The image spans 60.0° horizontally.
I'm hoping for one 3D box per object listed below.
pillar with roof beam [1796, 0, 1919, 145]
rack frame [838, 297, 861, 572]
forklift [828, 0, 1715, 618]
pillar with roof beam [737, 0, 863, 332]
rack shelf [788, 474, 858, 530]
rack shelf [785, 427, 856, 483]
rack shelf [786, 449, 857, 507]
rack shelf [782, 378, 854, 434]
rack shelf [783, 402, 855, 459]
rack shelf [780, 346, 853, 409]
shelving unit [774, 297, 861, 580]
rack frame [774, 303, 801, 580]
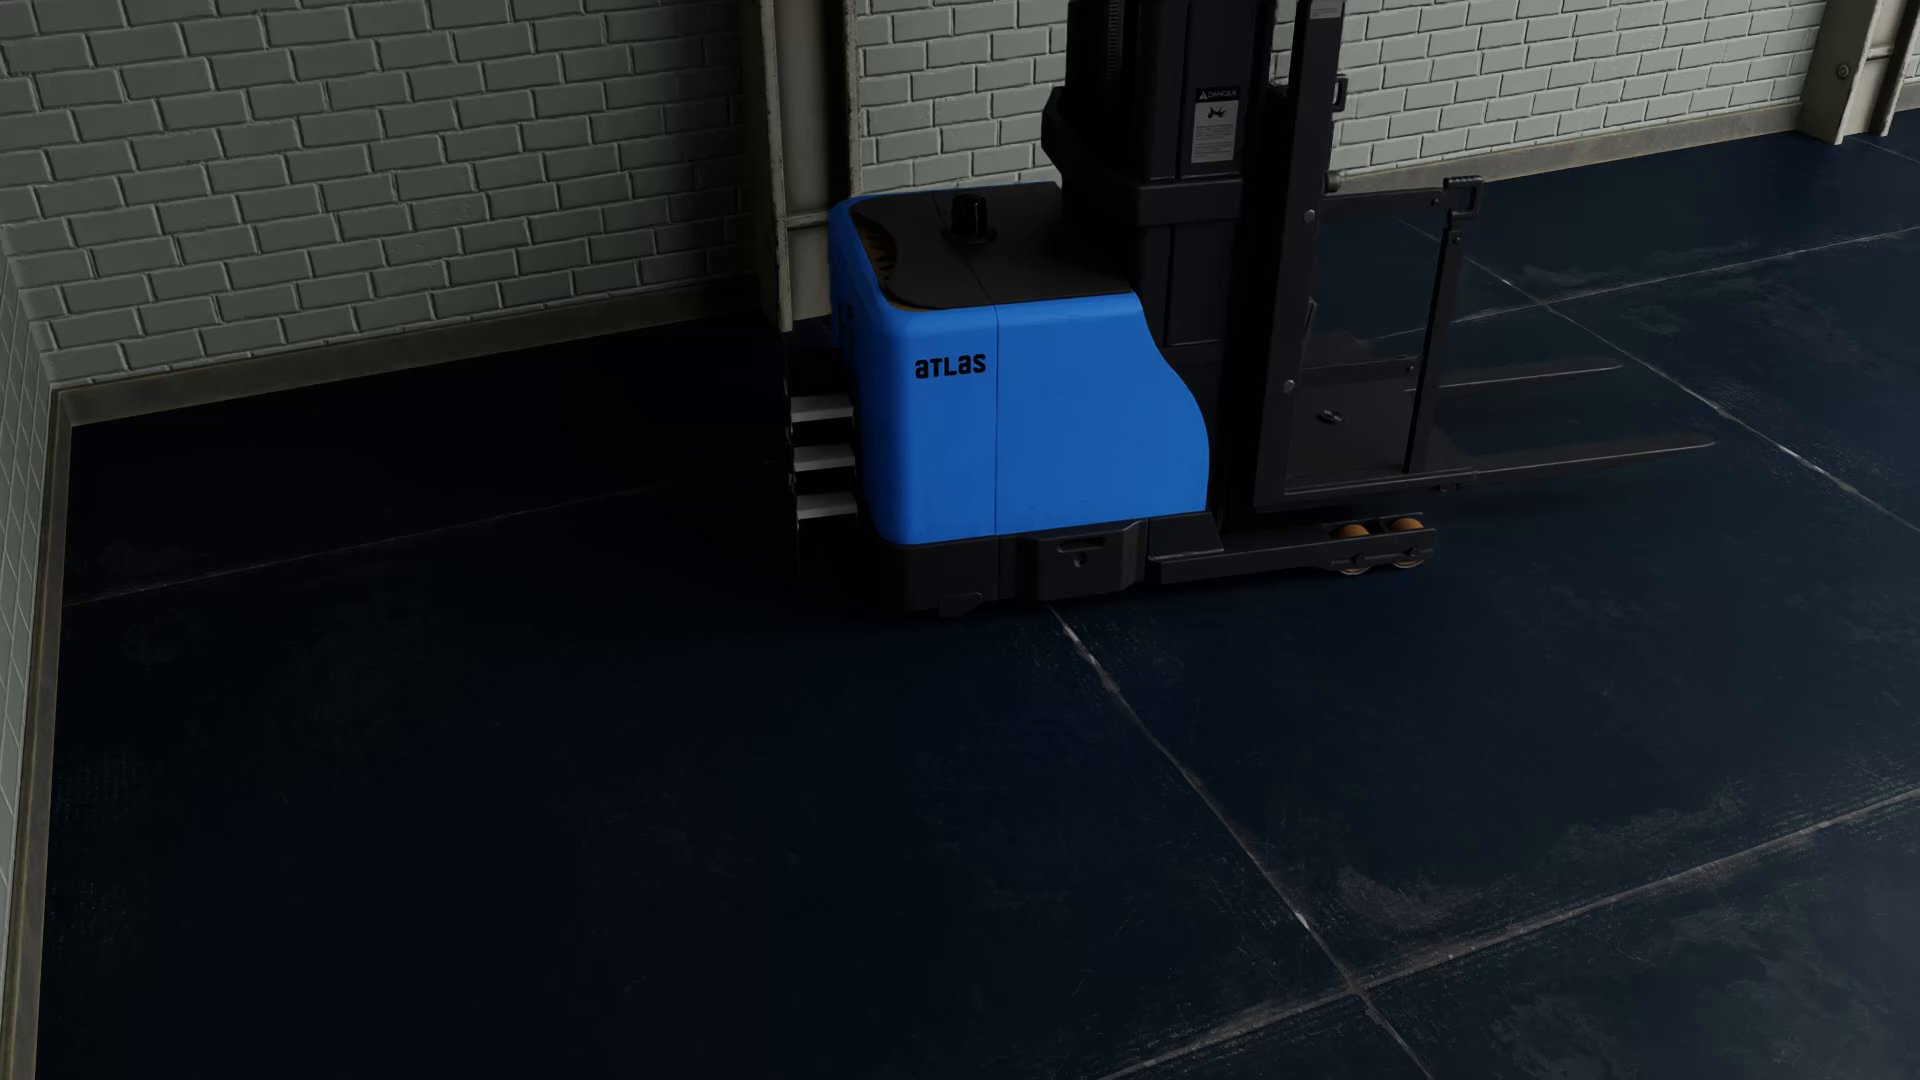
[{"bbox_3d":[6.553,-3.880,3.462,0.400,9.000,9.100,-13,35,-19],"label":"pillar with roof beam"},{"bbox_3d":[-0.360,-0.332,5.436,0.006,0.900,0.240,-7,34,-10],"label":"rack frame"},{"bbox_3d":[1.119,-1.386,5.193,3.031,2.935,1.130,-7,34,-10],"label":"forklift"},{"bbox_3d":[1.021,-2.613,1.515,0.400,9.000,9.100,-13,35,-19],"label":"pillar with roof beam"},{"bbox_3d":[-0.459,-0.142,5.534,0.200,0.077,0.258,-7,34,-10],"label":"rack shelf"},{"bbox_3d":[-0.459,-0.292,5.436,0.200,0.077,0.258,-7,34,-10],"label":"rack shelf"},{"bbox_3d":[-0.459,-0.217,5.485,0.200,0.077,0.258,-7,34,-10],"label":"rack shelf"},{"bbox_3d":[-0.459,-0.443,5.337,0.200,0.077,0.258,-7,34,-10],"label":"rack shelf"},{"bbox_3d":[-0.459,-0.368,5.386,0.200,0.077,0.258,-7,34,-10],"label":"rack shelf"},{"bbox_3d":[-0.459,-0.519,5.288,0.200,0.077,0.258,-7,34,-10],"label":"rack shelf"},{"bbox_3d":[-0.459,-0.320,5.417,0.210,0.900,0.258,-7,34,-10],"label":"shelving unit"},{"bbox_3d":[-0.558,-0.309,5.399,0.006,0.900,0.240,-7,34,-10],"label":"rack frame"}]
